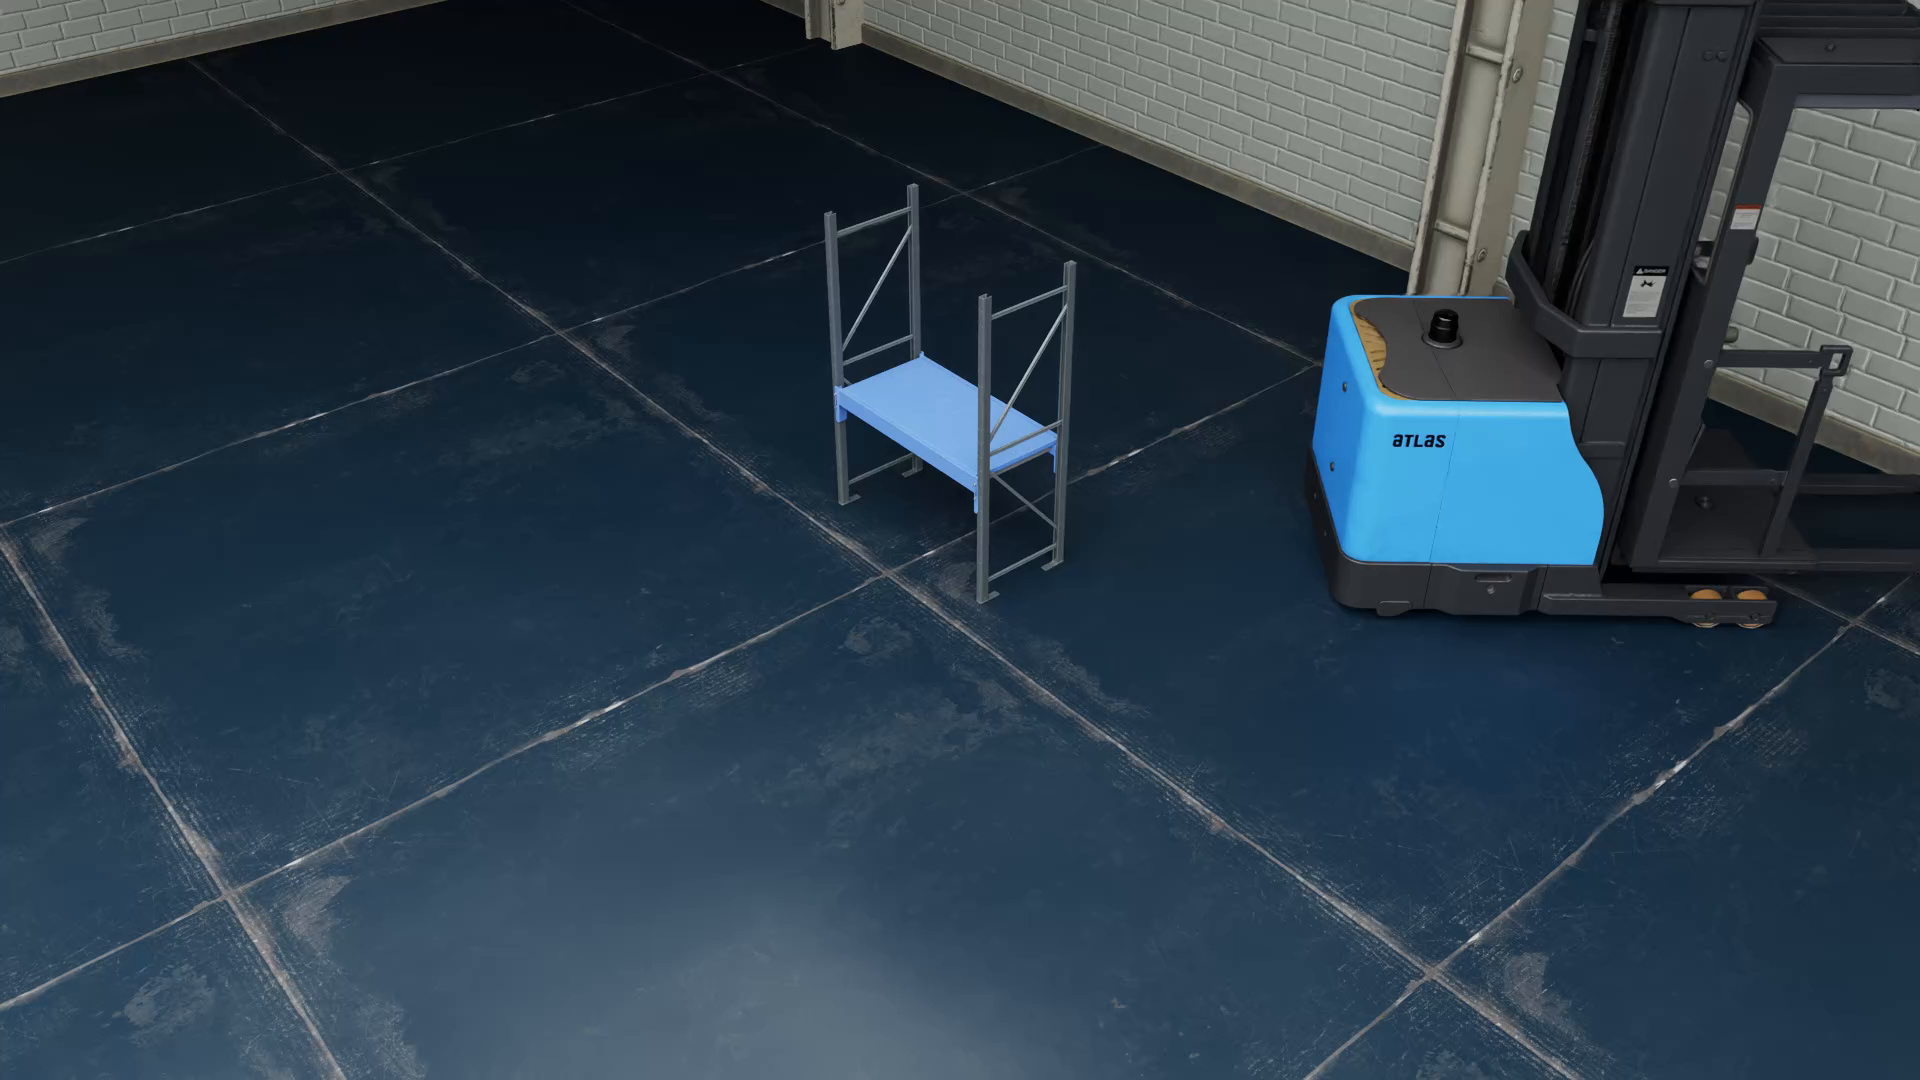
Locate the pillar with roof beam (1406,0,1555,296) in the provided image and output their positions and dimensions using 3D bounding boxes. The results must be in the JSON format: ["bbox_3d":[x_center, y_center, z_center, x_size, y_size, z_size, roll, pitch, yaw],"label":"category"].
[{"bbox_3d":[-0.426,-3.472,4.867,9.100,9.000,0.400,-26,43,-32],"label":"pillar with roof beam"}]

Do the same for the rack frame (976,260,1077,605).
[{"bbox_3d":[0.273,-0.425,7.053,0.500,1.500,0.032,-26,43,-32],"label":"rack frame"}]

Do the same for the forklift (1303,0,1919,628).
[{"bbox_3d":[3.153,-1.126,6.804,3.031,2.935,1.130,1,35,1],"label":"forklift"}]

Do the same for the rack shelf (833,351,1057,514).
[{"bbox_3d":[-0.055,-0.503,7.474,0.538,0.185,1.000,-26,43,-32],"label":"rack shelf"}]

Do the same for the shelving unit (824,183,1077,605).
[{"bbox_3d":[-0.055,-0.650,7.370,0.538,1.500,1.048,-26,43,-32],"label":"shelving unit"}]

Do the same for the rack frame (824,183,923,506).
[{"bbox_3d":[-0.383,-0.874,7.687,0.500,1.500,0.032,-26,43,-32],"label":"rack frame"}]

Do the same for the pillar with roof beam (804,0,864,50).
[{"bbox_3d":[-4.298,-6.122,8.607,9.100,9.000,0.400,-26,43,-32],"label":"pillar with roof beam"}]
